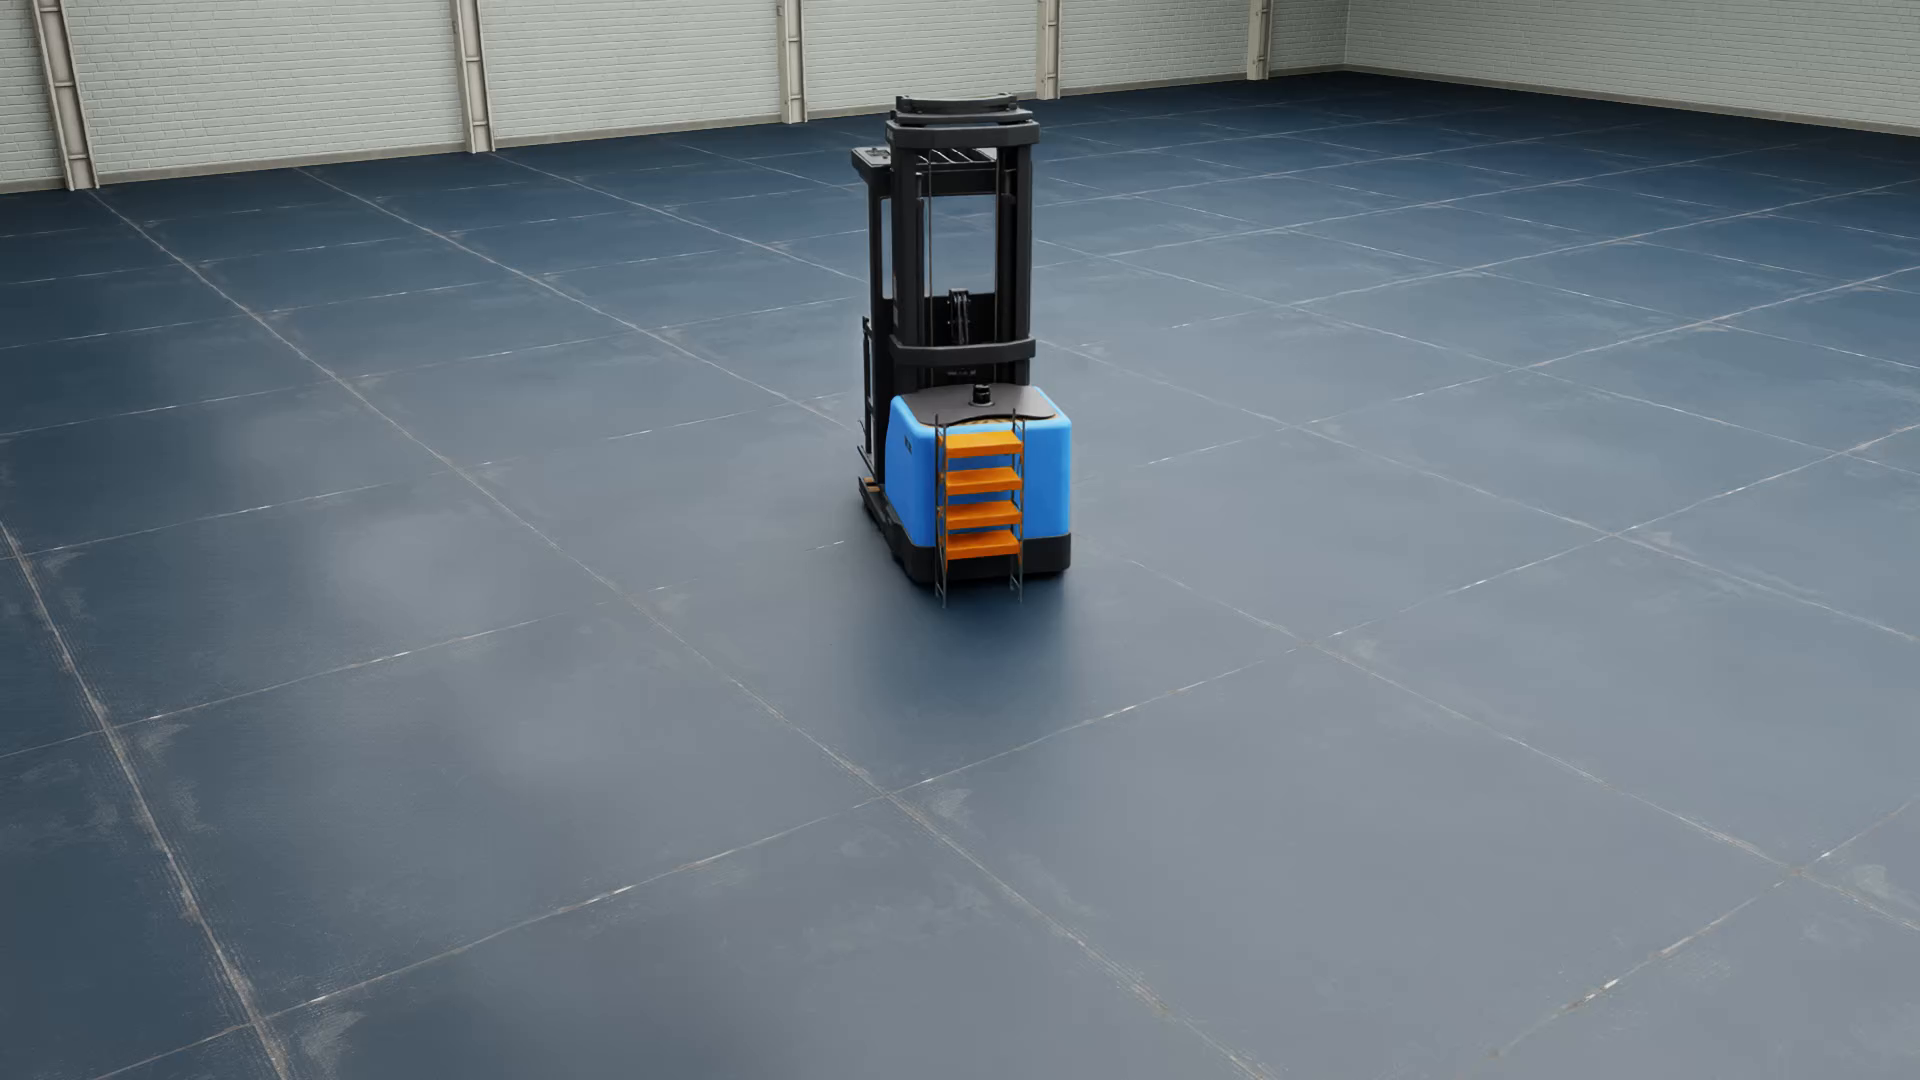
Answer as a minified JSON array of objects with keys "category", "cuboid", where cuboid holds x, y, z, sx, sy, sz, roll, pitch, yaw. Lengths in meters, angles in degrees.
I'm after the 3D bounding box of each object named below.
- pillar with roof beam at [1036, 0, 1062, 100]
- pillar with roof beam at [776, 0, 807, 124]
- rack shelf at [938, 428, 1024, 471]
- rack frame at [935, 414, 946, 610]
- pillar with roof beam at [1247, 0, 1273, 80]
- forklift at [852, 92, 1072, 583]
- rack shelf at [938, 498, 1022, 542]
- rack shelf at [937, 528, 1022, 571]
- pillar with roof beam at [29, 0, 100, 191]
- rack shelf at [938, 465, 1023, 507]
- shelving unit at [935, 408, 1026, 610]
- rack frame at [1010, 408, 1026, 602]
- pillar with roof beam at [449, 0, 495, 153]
[{"category":"pillar with roof beam","cuboid":[4.311,-11.929,29.148,0.400,9.000,9.100,-15,26,-33]},{"category":"pillar with roof beam","cuboid":[-0.559,-10.630,25.893,0.400,9.000,9.100,-15,26,-33]},{"category":"rack shelf","cuboid":[0.120,-0.551,10.091,0.480,0.148,0.258,-5,23,-13]},{"category":"rack frame","cuboid":[-0.119,-0.167,10.189,0.015,1.200,0.240,-5,23,-13]},{"category":"pillar with roof beam","cuboid":[9.182,-13.227,32.403,0.400,9.000,9.100,-15,26,-33]},{"category":"forklift","cuboid":[-0.116,-1.607,11.469,1.130,2.935,3.031,-5,22,-12]},{"category":"rack shelf","cuboid":[0.118,-0.126,10.269,0.480,0.148,0.258,-5,23,-13]},{"category":"rack shelf","cuboid":[0.117,0.057,10.345,0.480,0.148,0.258,-5,23,-13]},{"category":"pillar with roof beam","cuboid":[-10.300,-8.033,19.384,0.400,9.000,9.100,-15,26,-33]},{"category":"rack shelf","cuboid":[0.119,-0.332,10.182,0.480,0.148,0.258,-5,23,-13]},{"category":"shelving unit","cuboid":[0.118,-0.188,10.243,0.503,1.200,0.258,-5,23,-13]},{"category":"rack frame","cuboid":[0.355,-0.210,10.296,0.015,1.200,0.240,-5,23,-13]},{"category":"pillar with roof beam","cuboid":[-5.430,-9.331,22.639,0.400,9.000,9.100,-15,26,-33]}]
